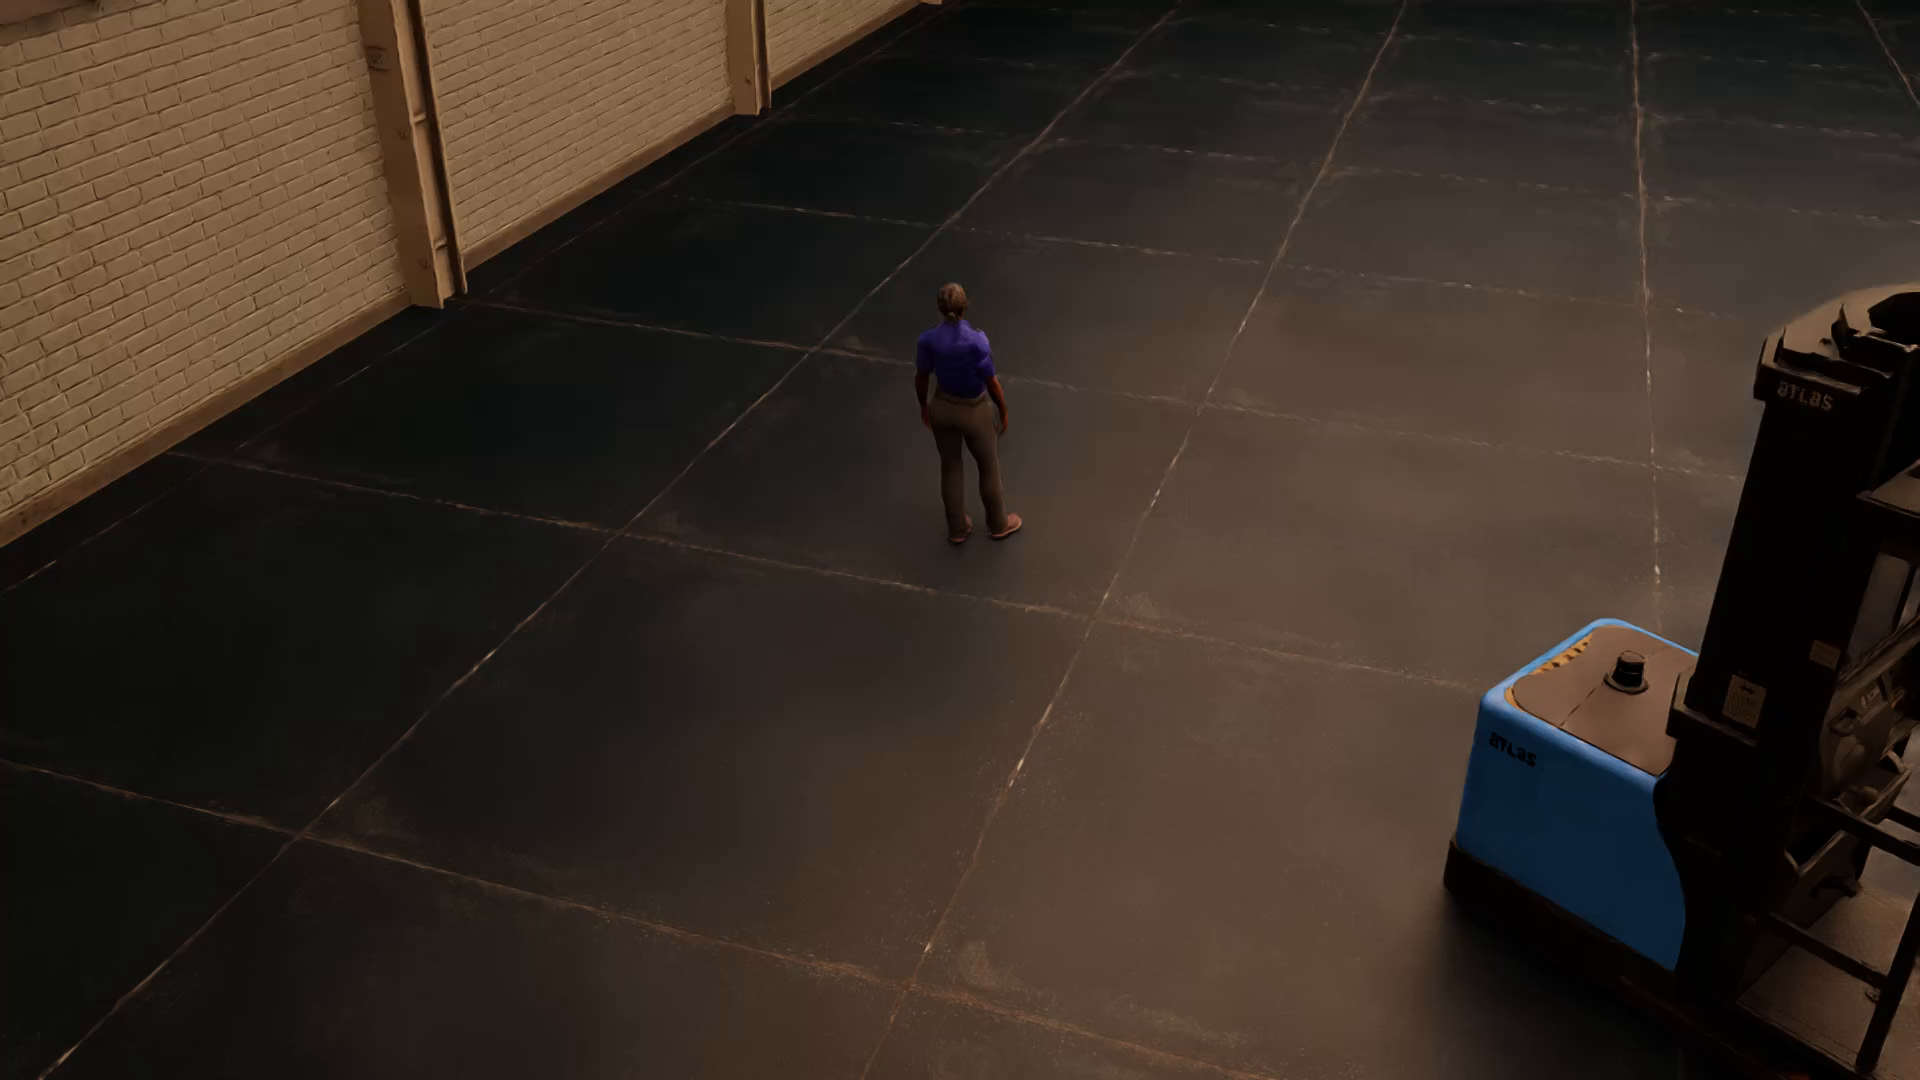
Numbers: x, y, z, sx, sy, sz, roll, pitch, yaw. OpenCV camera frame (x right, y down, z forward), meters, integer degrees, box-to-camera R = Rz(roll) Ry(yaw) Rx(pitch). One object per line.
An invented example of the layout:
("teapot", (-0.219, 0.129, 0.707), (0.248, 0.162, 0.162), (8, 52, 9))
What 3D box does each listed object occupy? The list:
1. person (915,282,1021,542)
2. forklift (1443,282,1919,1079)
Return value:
("person", (0.047, -0.763, 9.749), (0.570, 1.654, 0.503), (10, 31, 16))
("forklift", (3.473, 0.688, 5.929), (1.130, 2.935, 3.031), (-23, 37, -35))
